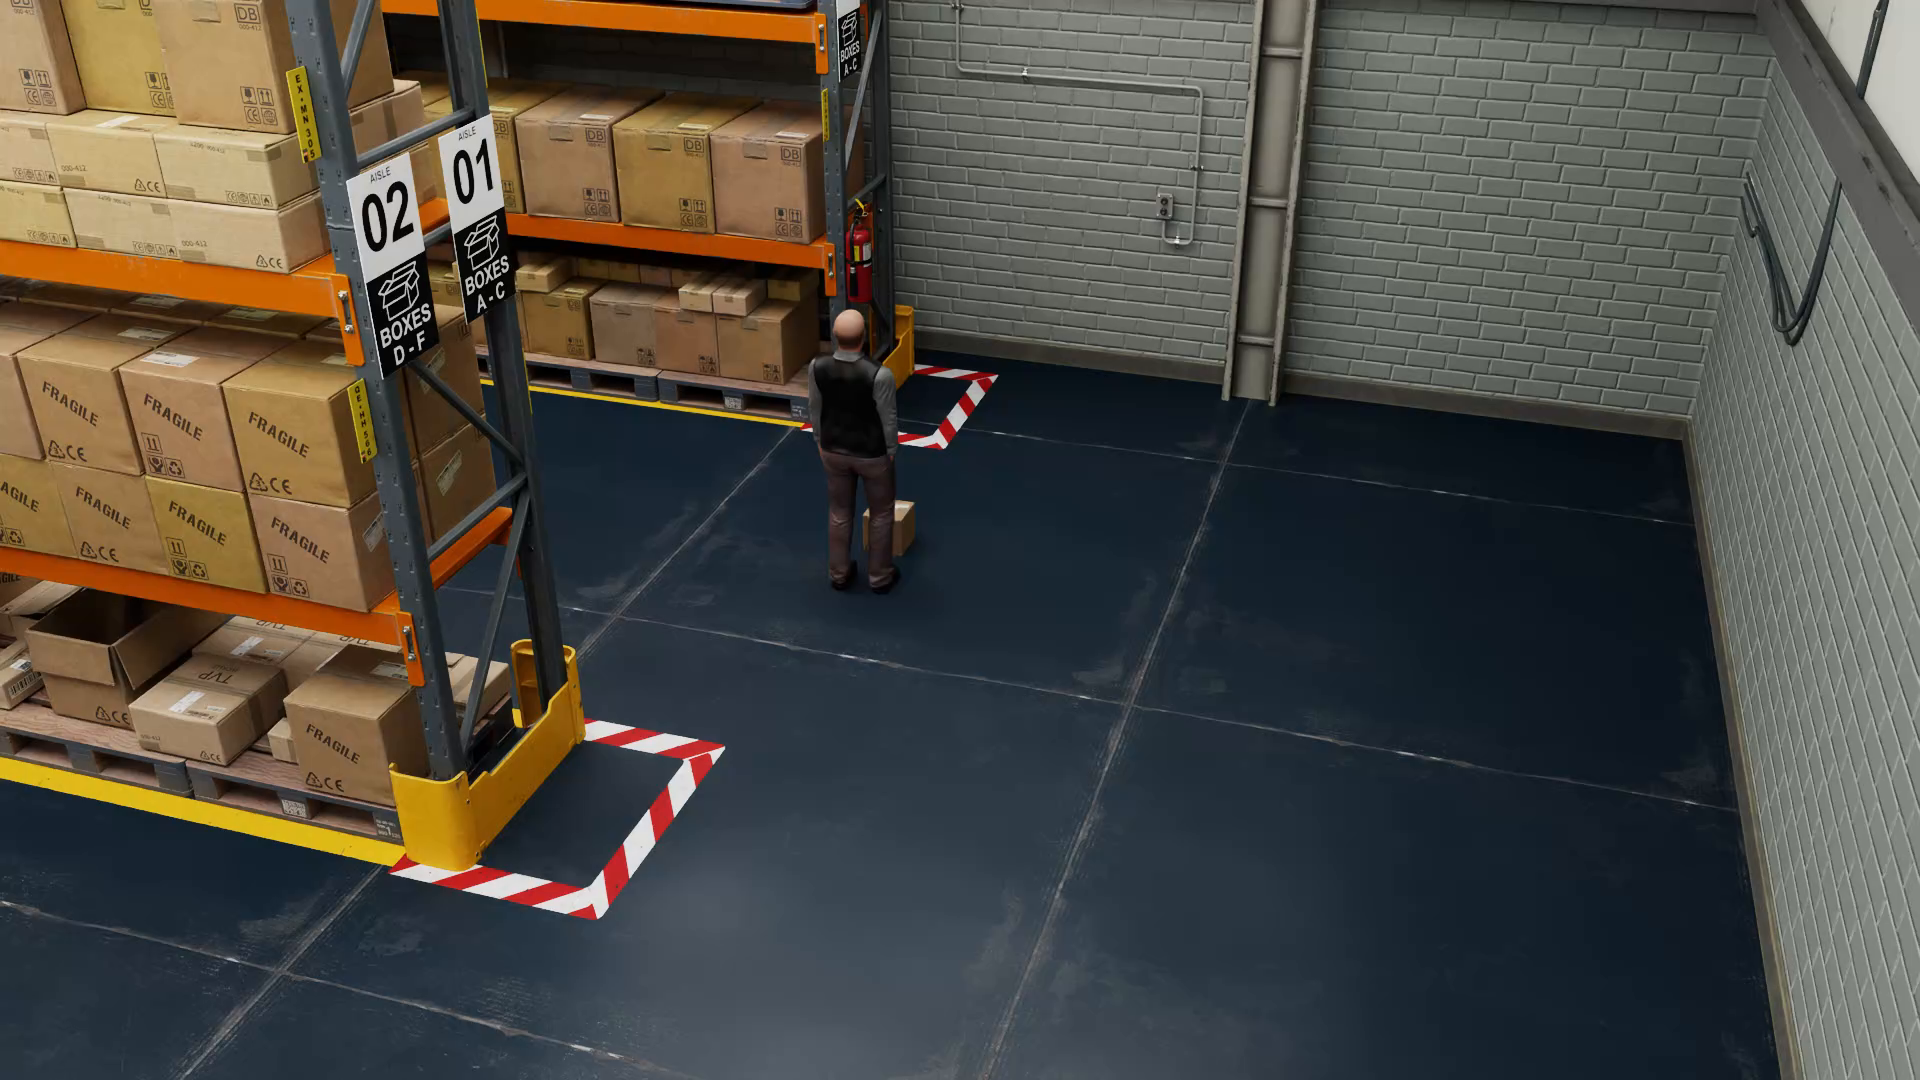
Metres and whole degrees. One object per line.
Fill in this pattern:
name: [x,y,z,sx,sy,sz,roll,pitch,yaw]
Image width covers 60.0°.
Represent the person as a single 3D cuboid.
person: [-0.590,-0.505,9.451,0.531,1.715,0.359,9,30,16]
